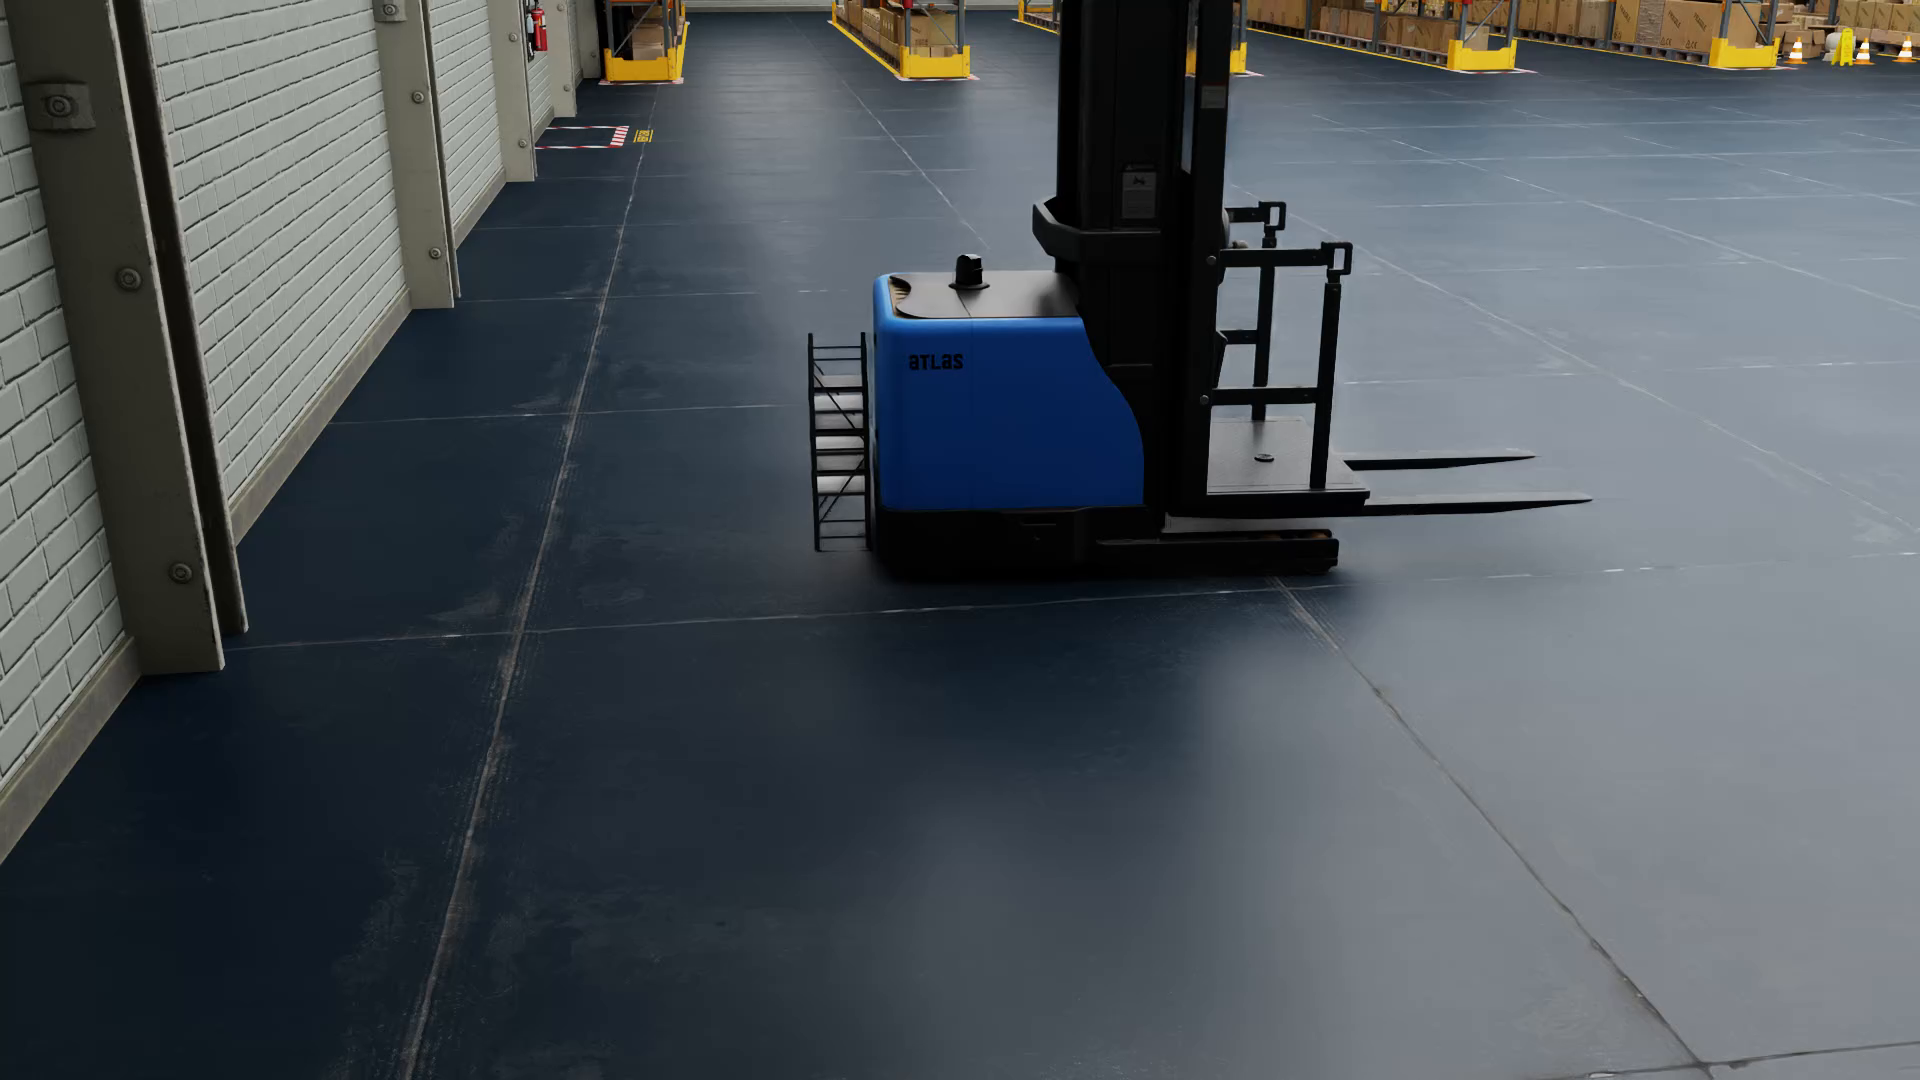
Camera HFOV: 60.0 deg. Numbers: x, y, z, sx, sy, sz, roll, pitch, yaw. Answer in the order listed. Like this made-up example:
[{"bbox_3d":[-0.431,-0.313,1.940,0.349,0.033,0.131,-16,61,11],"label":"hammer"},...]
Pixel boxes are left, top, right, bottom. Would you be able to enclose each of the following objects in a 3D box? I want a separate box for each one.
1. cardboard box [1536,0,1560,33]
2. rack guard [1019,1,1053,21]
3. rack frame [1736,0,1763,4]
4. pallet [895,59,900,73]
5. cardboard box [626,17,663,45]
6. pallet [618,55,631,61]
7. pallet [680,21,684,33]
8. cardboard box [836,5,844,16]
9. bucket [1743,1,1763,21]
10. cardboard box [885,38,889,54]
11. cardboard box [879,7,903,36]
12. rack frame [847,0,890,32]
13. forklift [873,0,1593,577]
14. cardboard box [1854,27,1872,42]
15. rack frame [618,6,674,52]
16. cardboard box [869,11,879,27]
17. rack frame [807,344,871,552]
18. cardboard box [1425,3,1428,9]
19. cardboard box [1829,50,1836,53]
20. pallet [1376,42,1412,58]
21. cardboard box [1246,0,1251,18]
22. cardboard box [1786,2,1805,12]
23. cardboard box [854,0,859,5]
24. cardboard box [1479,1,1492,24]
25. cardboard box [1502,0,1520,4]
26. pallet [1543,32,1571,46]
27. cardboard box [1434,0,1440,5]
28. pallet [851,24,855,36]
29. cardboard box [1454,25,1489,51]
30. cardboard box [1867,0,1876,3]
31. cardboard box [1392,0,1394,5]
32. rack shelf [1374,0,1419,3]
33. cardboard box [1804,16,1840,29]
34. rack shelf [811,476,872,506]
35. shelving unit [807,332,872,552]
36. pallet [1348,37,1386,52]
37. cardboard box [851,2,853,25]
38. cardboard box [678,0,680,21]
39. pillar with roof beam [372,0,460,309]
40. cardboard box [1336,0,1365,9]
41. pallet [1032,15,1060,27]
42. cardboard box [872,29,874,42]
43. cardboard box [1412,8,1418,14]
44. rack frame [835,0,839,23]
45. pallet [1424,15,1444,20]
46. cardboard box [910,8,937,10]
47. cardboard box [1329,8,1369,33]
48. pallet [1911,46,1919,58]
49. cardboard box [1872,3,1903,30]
[{"bbox_3d":[13.269,-11.468,36.250,1.050,0.750,0.750,-3,21,-7],"label":"cardboard box"},{"bbox_3d":[2.147,-13.985,43.945,1.175,0.500,0.348,-3,21,-8],"label":"rack guard"},{"bbox_3d":[18.024,-13.128,38.078,1.000,3.000,0.127,-3,21,-8],"label":"rack frame"},{"bbox_3d":[-0.584,-8.317,29.181,1.003,0.211,1.213,-3,21,-8],"label":"pallet"},{"bbox_3d":[-6.157,-9.959,32.538,0.700,0.500,0.500,-3,21,-9],"label":"cardboard box"},{"bbox_3d":[-5.599,-8.533,29.762,1.003,0.211,1.213,-3,21,-8],"label":"pallet"},{"bbox_3d":[-7.096,-12.225,39.645,1.003,0.211,1.213,-3,21,-8],"label":"pallet"},{"bbox_3d":[-2.869,-13.442,42.220,0.500,0.250,0.500,-3,21,-8],"label":"cardboard box"},{"bbox_3d":[16.018,-10.706,34.100,0.726,0.611,0.620,4,11,11],"label":"bucket"},{"bbox_3d":[-1.108,-9.131,30.706,0.500,0.250,0.500,-3,21,-8],"label":"cardboard box"},{"bbox_3d":[-1.252,-9.829,31.502,0.500,0.500,0.500,-3,21,-8],"label":"cardboard box"},{"bbox_3d":[-2.162,-13.515,39.114,1.000,3.000,0.127,-3,21,-8],"label":"rack frame"},{"bbox_3d":[1.150,-1.413,6.810,3.031,2.935,1.130,-2,21,-4],"label":"forklift"},{"bbox_3d":[18.507,-10.250,33.701,0.500,0.250,0.500,-2,21,-5],"label":"cardboard box"},{"bbox_3d":[-5.910,-10.494,31.026,1.000,3.000,0.127,-3,21,-8],"label":"rack frame"},{"bbox_3d":[-1.571,-10.569,33.755,0.500,0.311,0.500,-3,21,-8],"label":"cardboard box"},{"bbox_3d":[-0.499,-0.375,6.932,0.240,0.900,0.006,-2,21,-4],"label":"rack frame"},{"bbox_3d":[12.101,-13.686,42.621,0.380,0.149,0.250,-2,21,-6],"label":"cardboard box"},{"bbox_3d":[16.990,-9.374,32.103,0.380,0.149,0.250,8,22,20],"label":"cardboard box"},{"bbox_3d":[8.926,-9.706,32.902,1.003,0.211,1.213,-3,21,-8],"label":"pallet"},{"bbox_3d":[7.625,-13.447,41.369,0.875,0.875,0.875,-3,21,-8],"label":"cardboard box"},{"bbox_3d":[21.937,-13.982,43.673,0.396,0.266,0.258,-2,21,-6],"label":"cardboard box"},{"bbox_3d":[-2.117,-12.202,37.470,0.500,0.250,0.500,-3,21,-9],"label":"cardboard box"},{"bbox_3d":[12.623,-12.446,39.225,0.500,0.500,0.500,-4,21,-10],"label":"cardboard box"},{"bbox_3d":[12.782,-12.444,38.148,0.500,0.250,0.500,-3,21,-9],"label":"cardboard box"},{"bbox_3d":[13.352,-10.839,35.935,1.003,0.211,1.213,-3,21,-8],"label":"pallet"},{"bbox_3d":[12.179,-13.565,41.872,0.380,0.149,0.250,-3,21,-7],"label":"cardboard box"},{"bbox_3d":[-2.008,-11.929,38.853,1.003,0.211,1.213,-3,21,-8],"label":"pallet"},{"bbox_3d":[9.298,-9.101,30.269,0.500,0.500,0.500,1,20,2],"label":"cardboard box"},{"bbox_3d":[18.453,-10.865,33.350,0.380,0.149,0.250,-2,21,-6],"label":"cardboard box"},{"bbox_3d":[11.809,-14.420,44.585,0.380,0.149,0.250,-2,21,-5],"label":"cardboard box"},{"bbox_3d":[8.506,-11.599,35.012,1.077,0.370,4.000,-3,21,-8],"label":"rack shelf"},{"bbox_3d":[18.523,-10.890,35.243,0.950,0.372,0.625,-3,21,-7],"label":"cardboard box"},{"bbox_3d":[-0.506,-0.211,7.102,0.258,0.077,0.200,-2,21,-4],"label":"rack shelf"},{"bbox_3d":[-0.507,-0.410,7.027,0.258,0.900,0.210,-2,21,-4],"label":"shelving unit"},{"bbox_3d":[8.681,-10.207,34.242,1.003,0.211,1.213,-3,21,-8],"label":"pallet"},{"bbox_3d":[-2.246,-12.186,38.500,0.500,0.500,0.500,-3,21,-7],"label":"cardboard box"},{"bbox_3d":[-6.841,-12.235,38.159,0.750,0.750,0.750,-3,21,-7],"label":"cardboard box"},{"bbox_3d":[0.564,-6.103,10.695,9.100,9.000,0.400,-3,21,-8],"label":"pillar with roof beam"},{"bbox_3d":[8.431,-11.601,35.862,0.500,0.250,0.500,-1,20,-2],"label":"cardboard box"},{"bbox_3d":[2.416,-13.133,42.077,1.003,0.211,1.213,-3,21,-8],"label":"pallet"},{"bbox_3d":[-1.501,-10.135,33.394,0.500,0.250,0.500,-2,21,-7],"label":"cardboard box"},{"bbox_3d":[11.982,-13.742,43.197,0.380,0.149,0.250,-3,21,-8],"label":"cardboard box"},{"bbox_3d":[-2.739,-14.900,42.822,1.000,3.000,0.127,-3,21,-8],"label":"rack frame"},{"bbox_3d":[12.432,-13.153,42.130,1.003,0.211,1.213,-3,21,-8],"label":"pallet"},{"bbox_3d":[-0.665,-9.682,31.109,0.500,0.500,0.500,-3,21,-8],"label":"cardboard box"},{"bbox_3d":[8.427,-11.241,35.970,0.700,0.500,0.500,-5,21,-12],"label":"cardboard box"},{"bbox_3d":[19.084,-9.361,31.979,1.003,0.211,1.213,-3,21,-8],"label":"pallet"},{"bbox_3d":[18.581,-10.421,33.088,0.500,0.500,0.500,-2,21,-5],"label":"cardboard box"}]
